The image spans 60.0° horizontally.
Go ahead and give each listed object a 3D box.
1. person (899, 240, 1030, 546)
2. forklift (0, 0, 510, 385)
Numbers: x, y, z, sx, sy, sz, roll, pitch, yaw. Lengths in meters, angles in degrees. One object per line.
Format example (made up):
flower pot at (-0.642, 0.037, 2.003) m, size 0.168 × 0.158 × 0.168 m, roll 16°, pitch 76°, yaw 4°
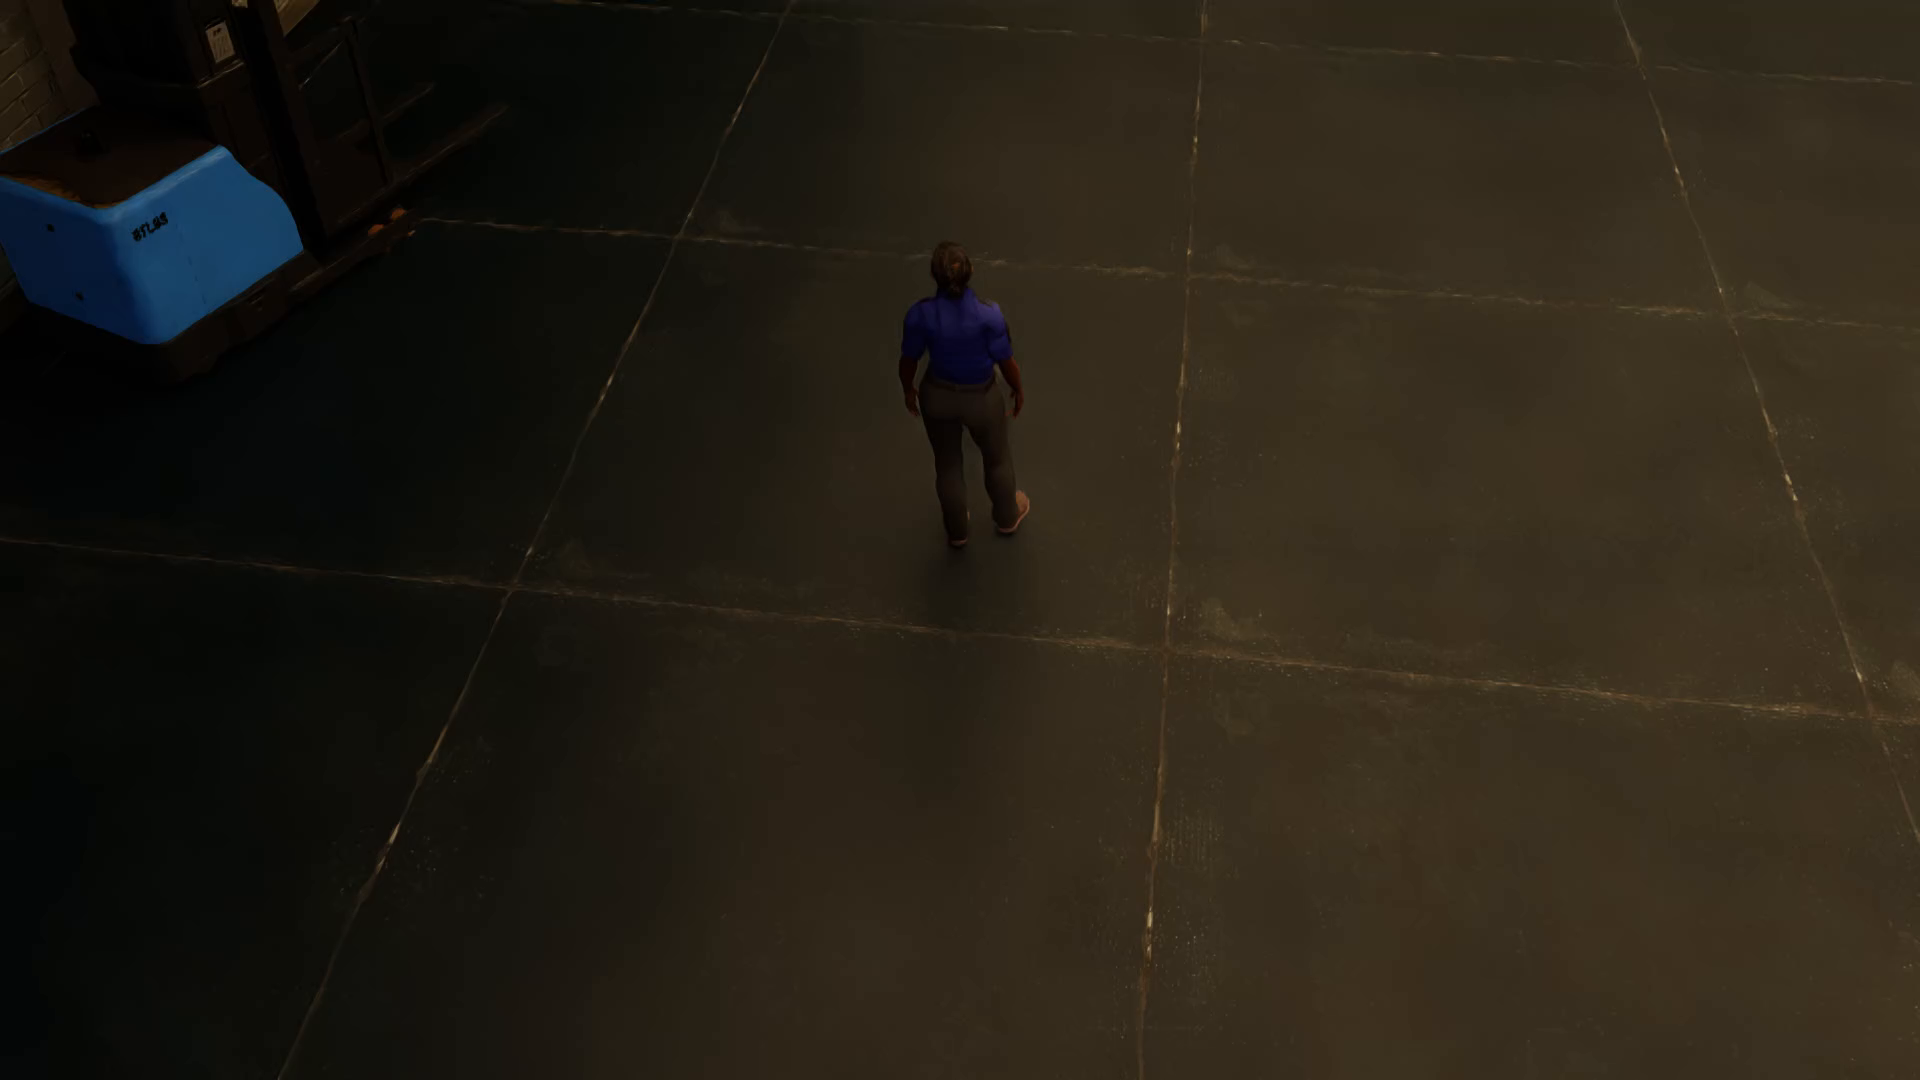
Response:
person at (0.031, -0.671, 7.389) m, size 0.570 × 1.654 × 0.503 m, roll 5°, pitch 43°, yaw 6°
forklift at (-3.859, -2.882, 8.862) m, size 1.130 × 2.935 × 3.031 m, roll 19°, pitch 46°, yaw 20°
